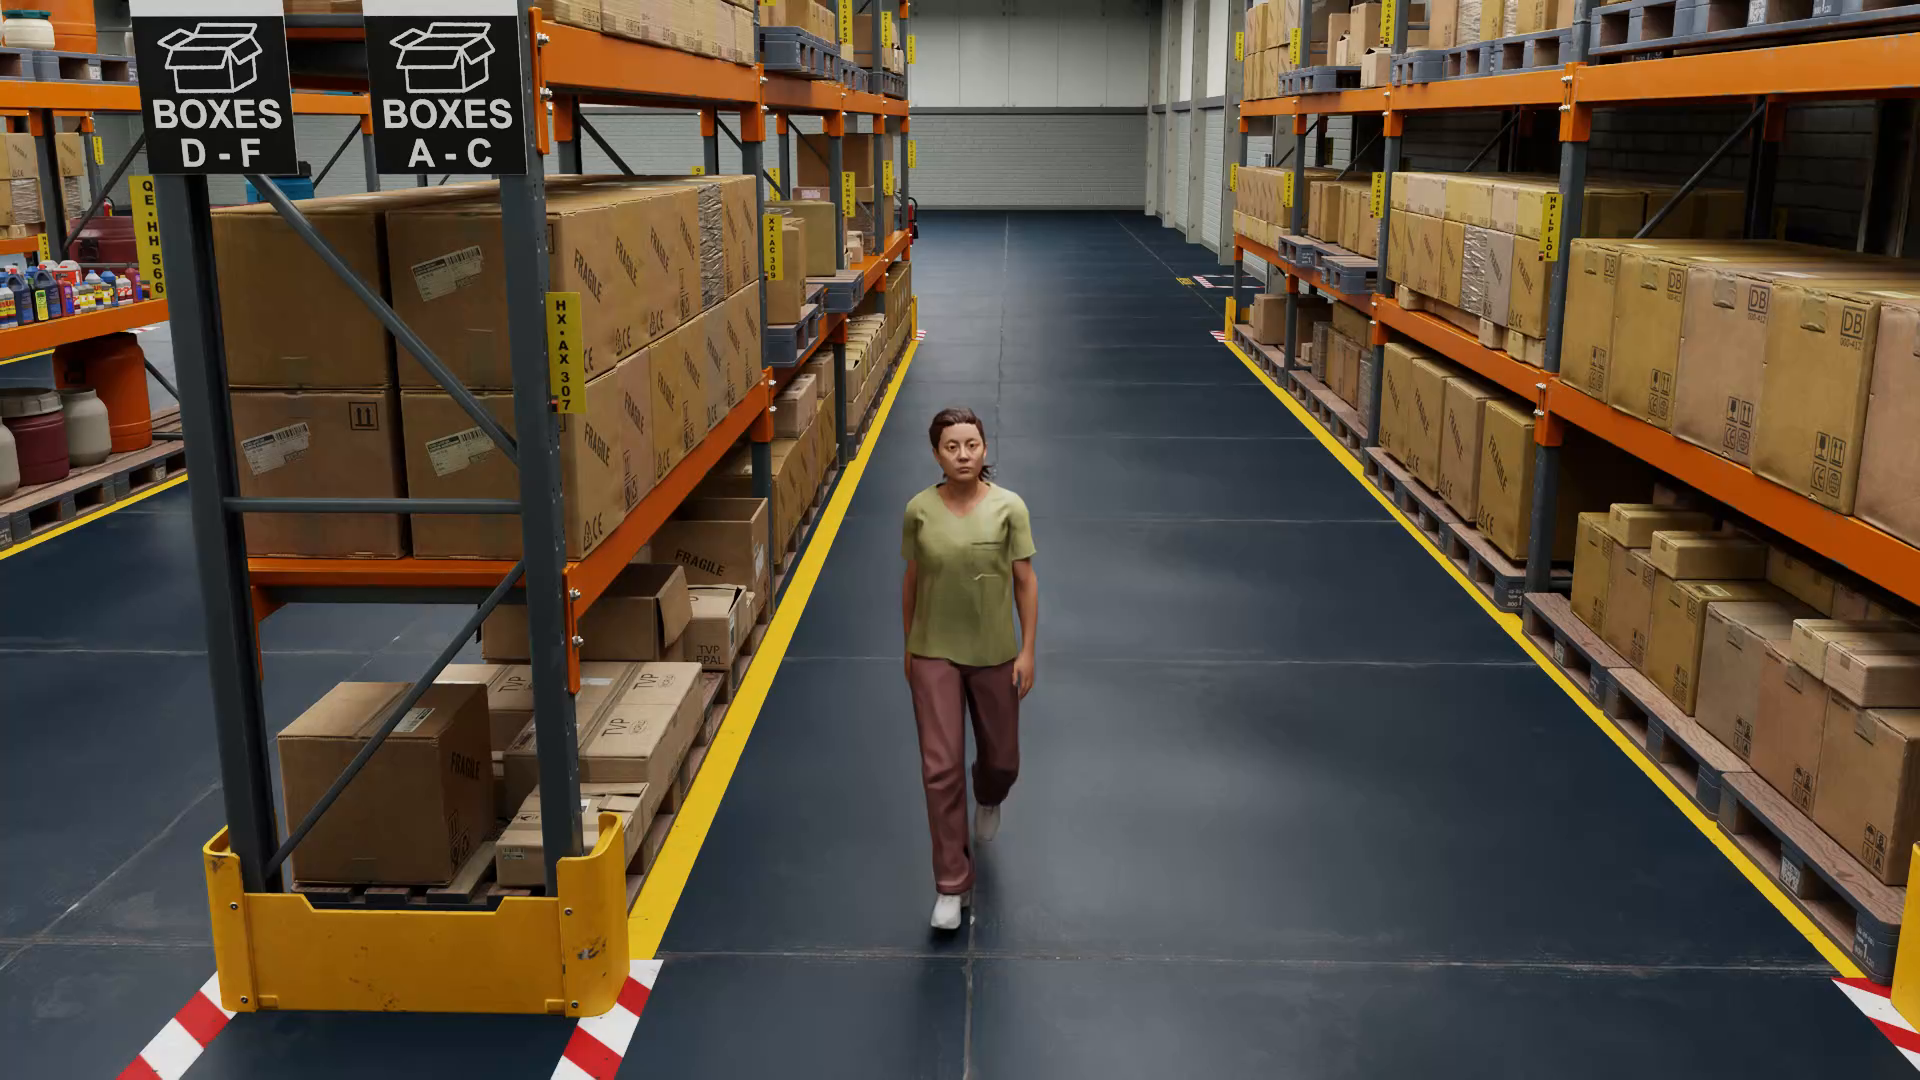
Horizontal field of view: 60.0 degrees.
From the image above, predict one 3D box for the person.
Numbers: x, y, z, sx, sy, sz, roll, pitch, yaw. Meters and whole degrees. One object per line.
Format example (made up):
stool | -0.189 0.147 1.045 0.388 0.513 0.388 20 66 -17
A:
person | 0.029 0.370 5.489 0.453 1.638 0.838 1 14 2
